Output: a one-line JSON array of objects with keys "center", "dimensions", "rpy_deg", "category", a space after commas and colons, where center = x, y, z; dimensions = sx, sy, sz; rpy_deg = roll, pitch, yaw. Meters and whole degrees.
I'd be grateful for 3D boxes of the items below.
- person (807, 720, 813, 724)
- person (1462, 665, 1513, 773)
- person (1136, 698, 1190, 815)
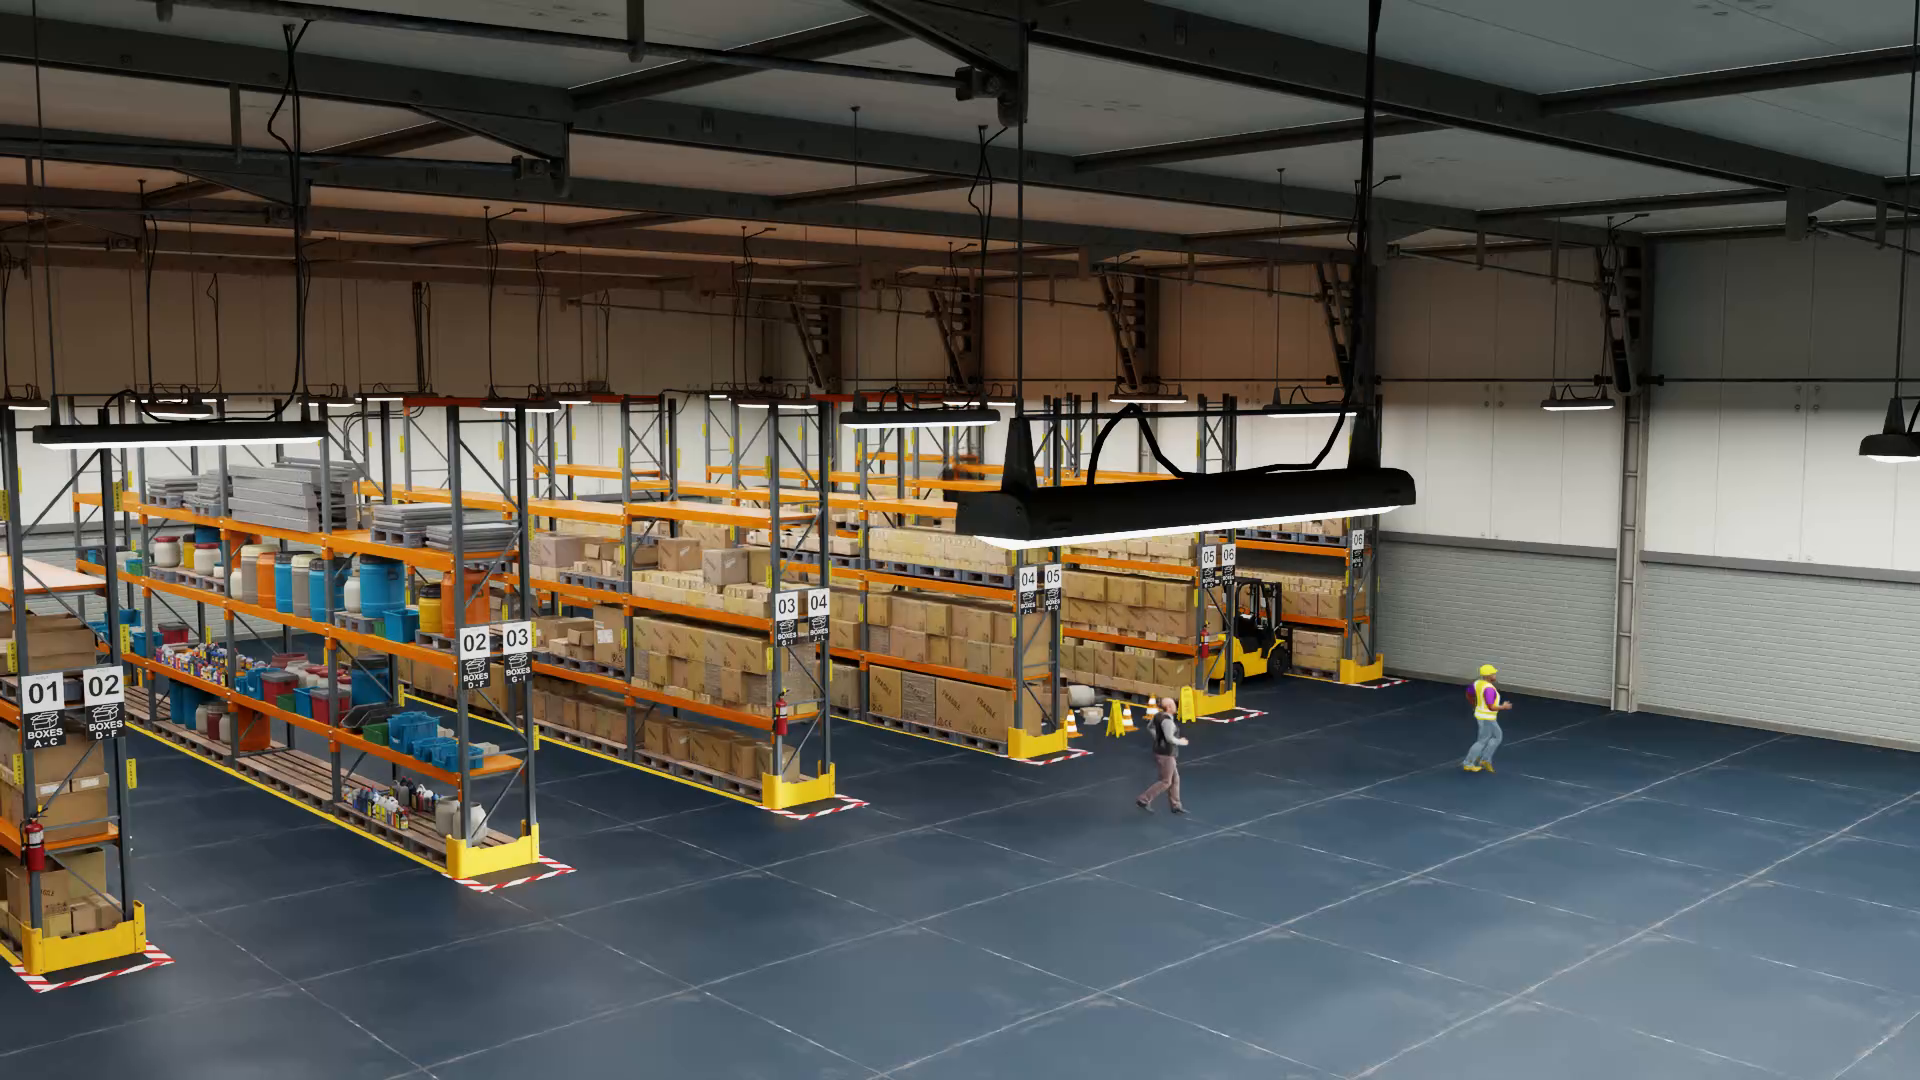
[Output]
[{"center": [-3.037, 2.565, 30.723], "dimensions": [0.751, 1.645, 0.522], "rpy_deg": [5, 7, 42], "category": "person"}, {"center": [8.443, 2.890, 26.634], "dimensions": [0.738, 1.806, 0.671], "rpy_deg": [1, 6, 6], "category": "person"}, {"center": [2.950, 3.147, 24.079], "dimensions": [0.847, 1.742, 0.681], "rpy_deg": [-1, 6, -8], "category": "person"}]
